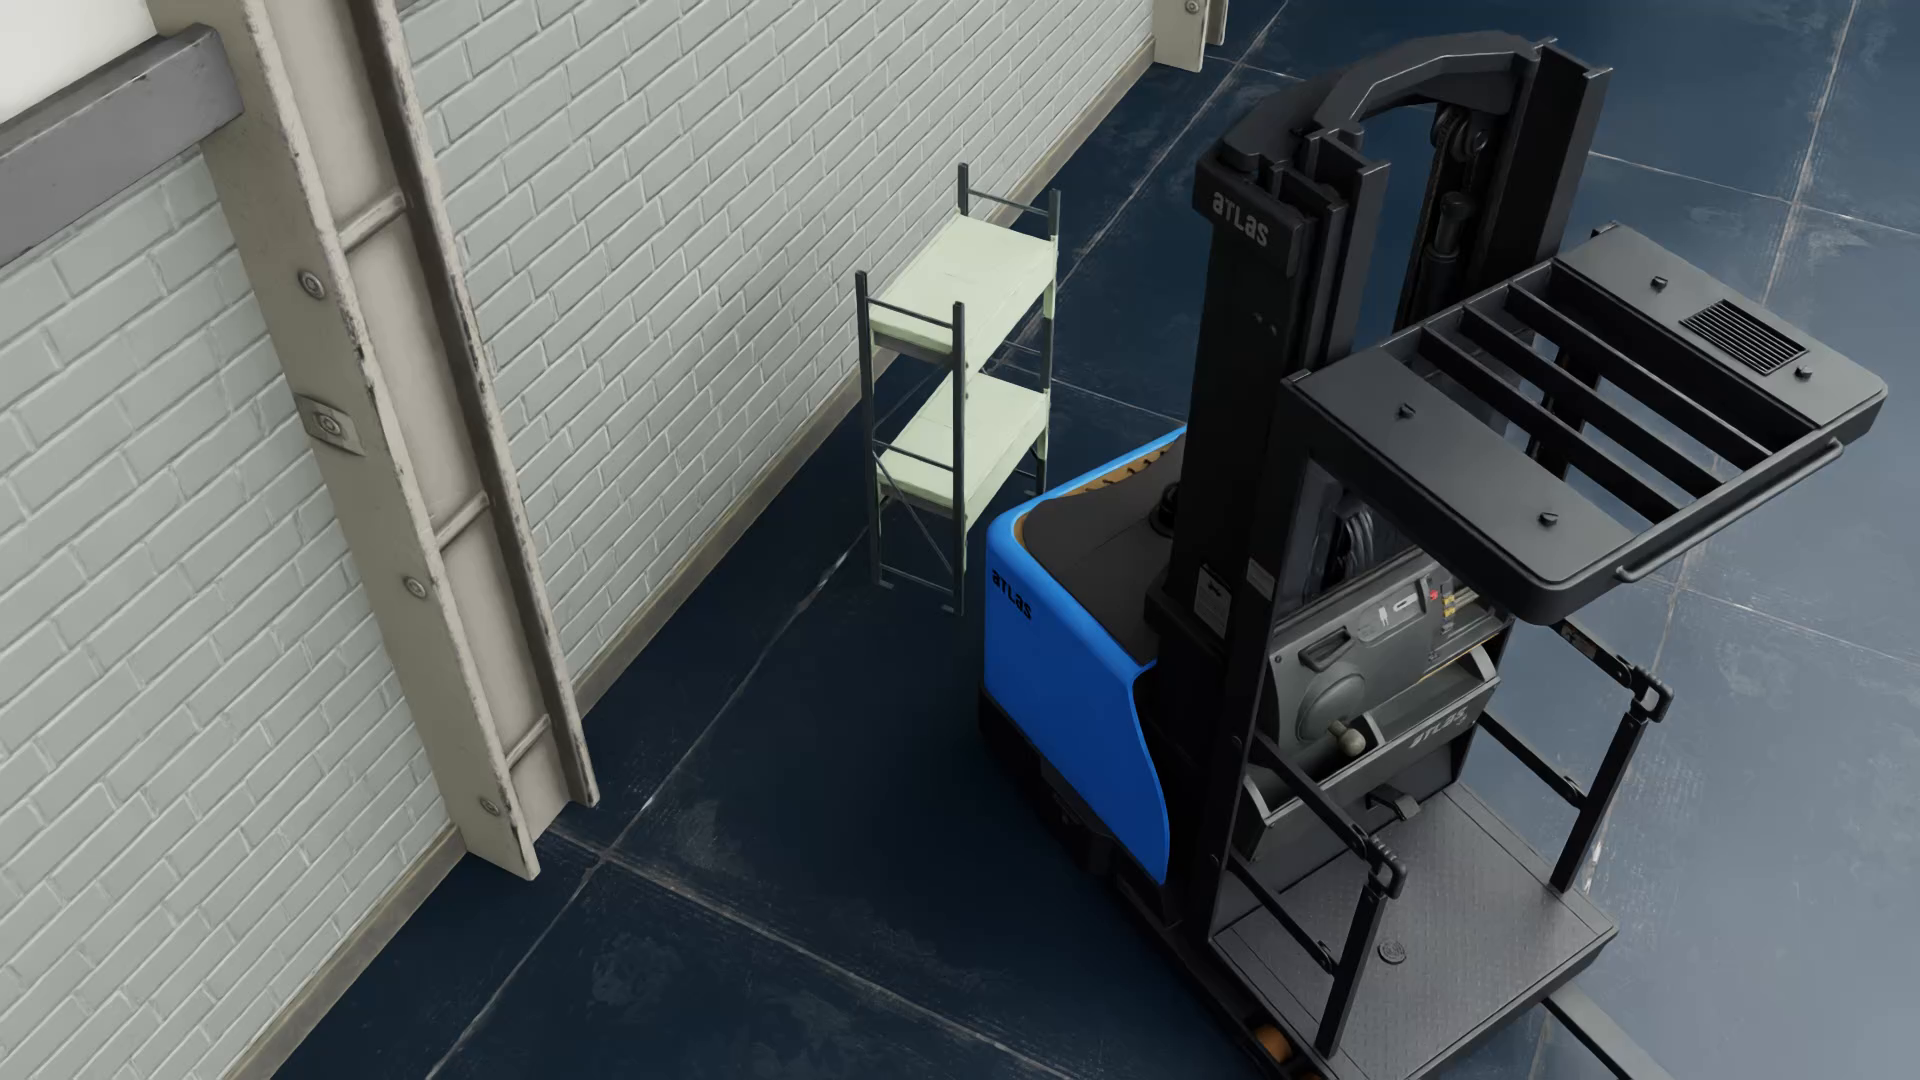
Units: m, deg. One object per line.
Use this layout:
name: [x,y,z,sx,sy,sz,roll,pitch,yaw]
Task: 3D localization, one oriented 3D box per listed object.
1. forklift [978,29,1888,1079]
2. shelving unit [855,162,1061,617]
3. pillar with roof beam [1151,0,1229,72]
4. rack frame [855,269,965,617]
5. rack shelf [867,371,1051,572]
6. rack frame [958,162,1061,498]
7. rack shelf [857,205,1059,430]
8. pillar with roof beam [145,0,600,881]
forklift: [1.310,0.340,4.353,1.130,2.935,3.031,-26,51,-23]
shelving unit: [0.003,-0.531,6.221,0.431,1.500,0.755,20,49,19]
pillar with roof beam: [5.108,-4.544,4.914,9.100,9.000,0.400,20,49,19]
rack frame: [-0.167,-0.301,5.993,0.400,1.500,0.023,20,49,19]
rack shelf: [0.003,-0.302,6.453,0.431,0.370,0.720,20,49,19]
rack frame: [0.173,-0.762,6.449,0.400,1.500,0.023,20,49,19]
rack shelf: [0.003,-0.806,5.943,0.431,0.370,0.720,20,49,19]
pillar with roof beam: [2.323,-0.764,1.178,9.100,9.000,0.400,20,49,19]
